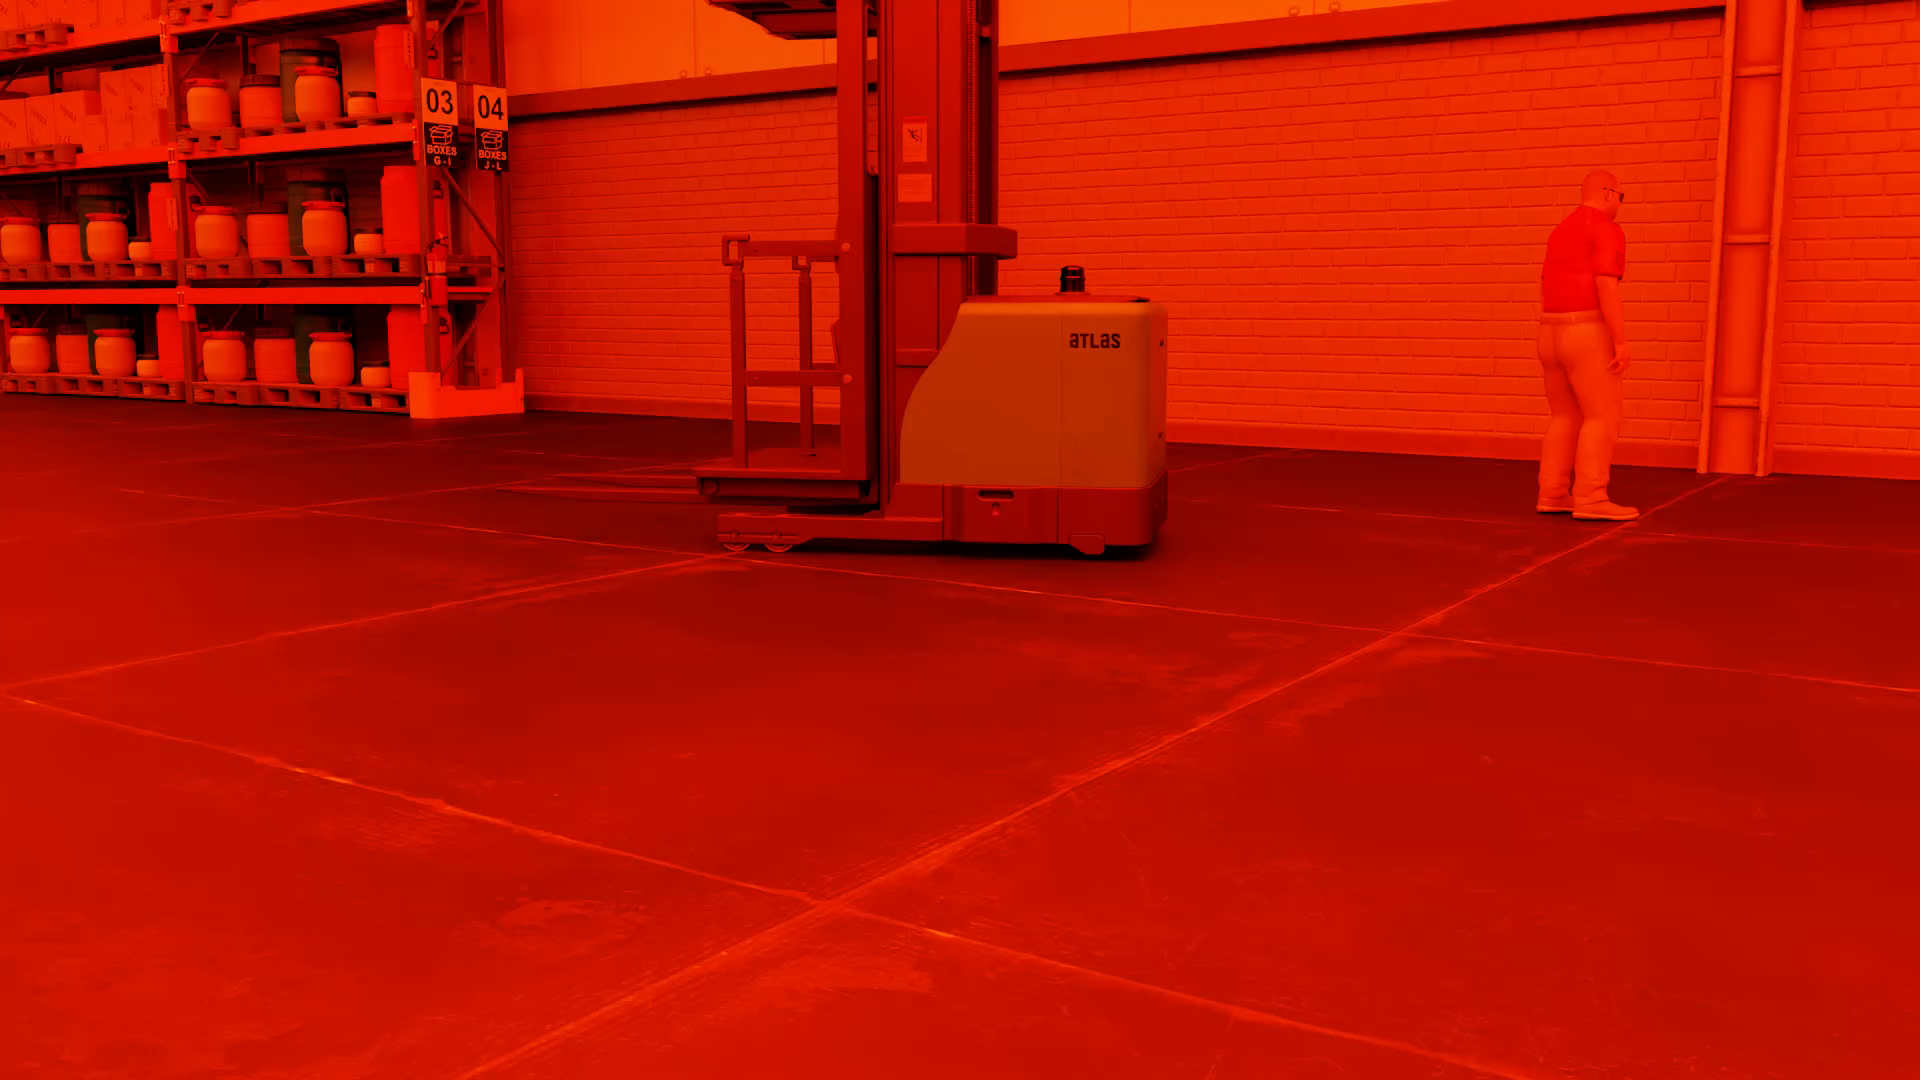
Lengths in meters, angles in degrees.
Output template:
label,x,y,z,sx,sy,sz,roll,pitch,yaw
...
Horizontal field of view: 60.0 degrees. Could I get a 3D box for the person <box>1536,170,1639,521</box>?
label,x,y,z,sx,sy,sz,roll,pitch,yaw
person,3.144,-0.983,8.376,0.391,1.727,0.585,-2,8,-14

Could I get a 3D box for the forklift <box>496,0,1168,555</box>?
label,x,y,z,sx,sy,sz,roll,pitch,yaw
forklift,-0.596,-1.469,7.520,3.031,2.935,1.130,2,8,12
